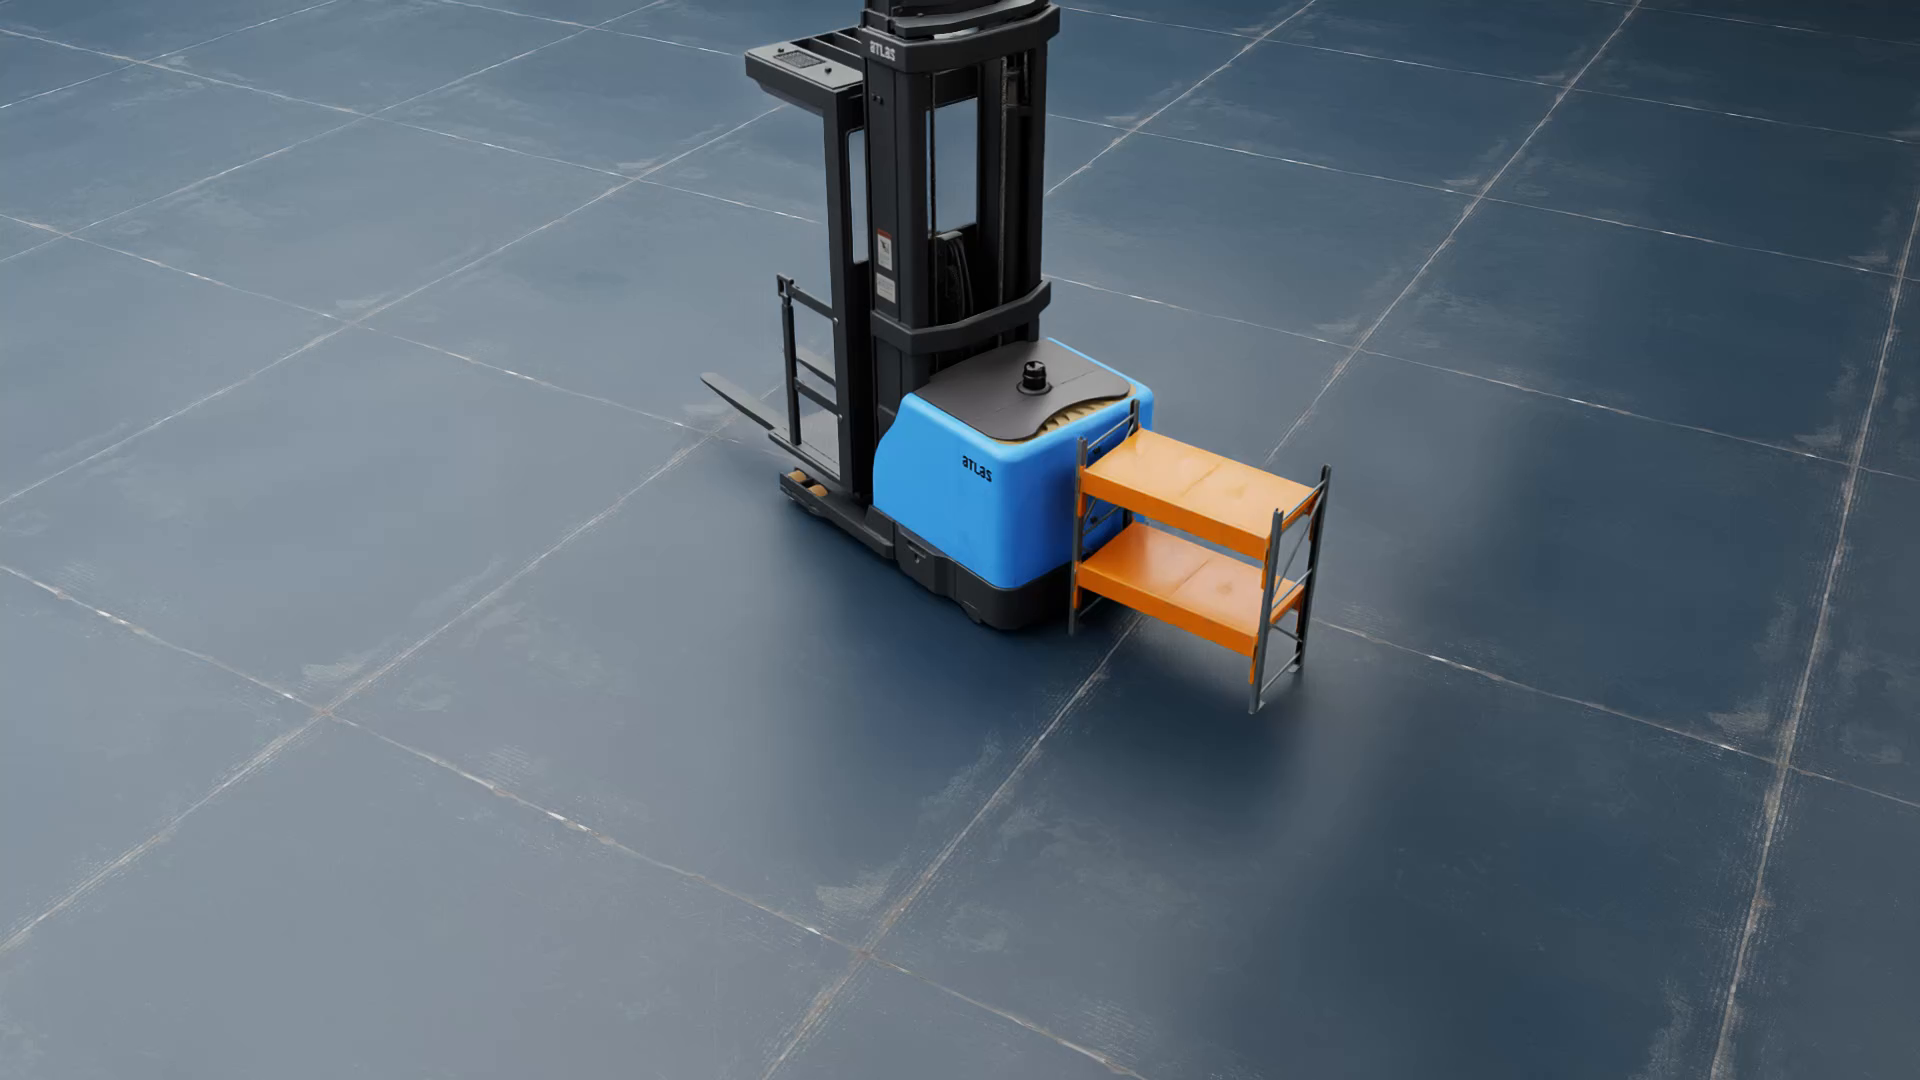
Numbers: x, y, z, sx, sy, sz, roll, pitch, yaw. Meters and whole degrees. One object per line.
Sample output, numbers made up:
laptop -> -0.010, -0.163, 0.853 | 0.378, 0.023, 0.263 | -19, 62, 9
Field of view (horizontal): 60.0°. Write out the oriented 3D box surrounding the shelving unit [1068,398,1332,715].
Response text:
shelving unit -> 1.109, 0.069, 7.903 | 1.048, 1.125, 0.538 | 23, 40, 30

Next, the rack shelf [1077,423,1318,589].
rack shelf -> 1.109, -0.175, 7.741 | 1.000, 0.278, 0.538 | 23, 40, 30

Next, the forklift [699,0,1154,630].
forklift -> -0.357, -1.519, 8.657 | 1.130, 2.935, 3.031 | -25, 41, -33

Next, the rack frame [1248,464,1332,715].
rack frame -> 1.515, 0.239, 7.648 | 0.032, 1.125, 0.500 | 23, 40, 30

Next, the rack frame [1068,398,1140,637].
rack frame -> 0.704, -0.101, 8.159 | 0.032, 1.125, 0.500 | 23, 40, 30

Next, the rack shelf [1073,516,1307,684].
rack shelf -> 1.109, 0.272, 8.039 | 1.000, 0.278, 0.538 | 23, 40, 30
